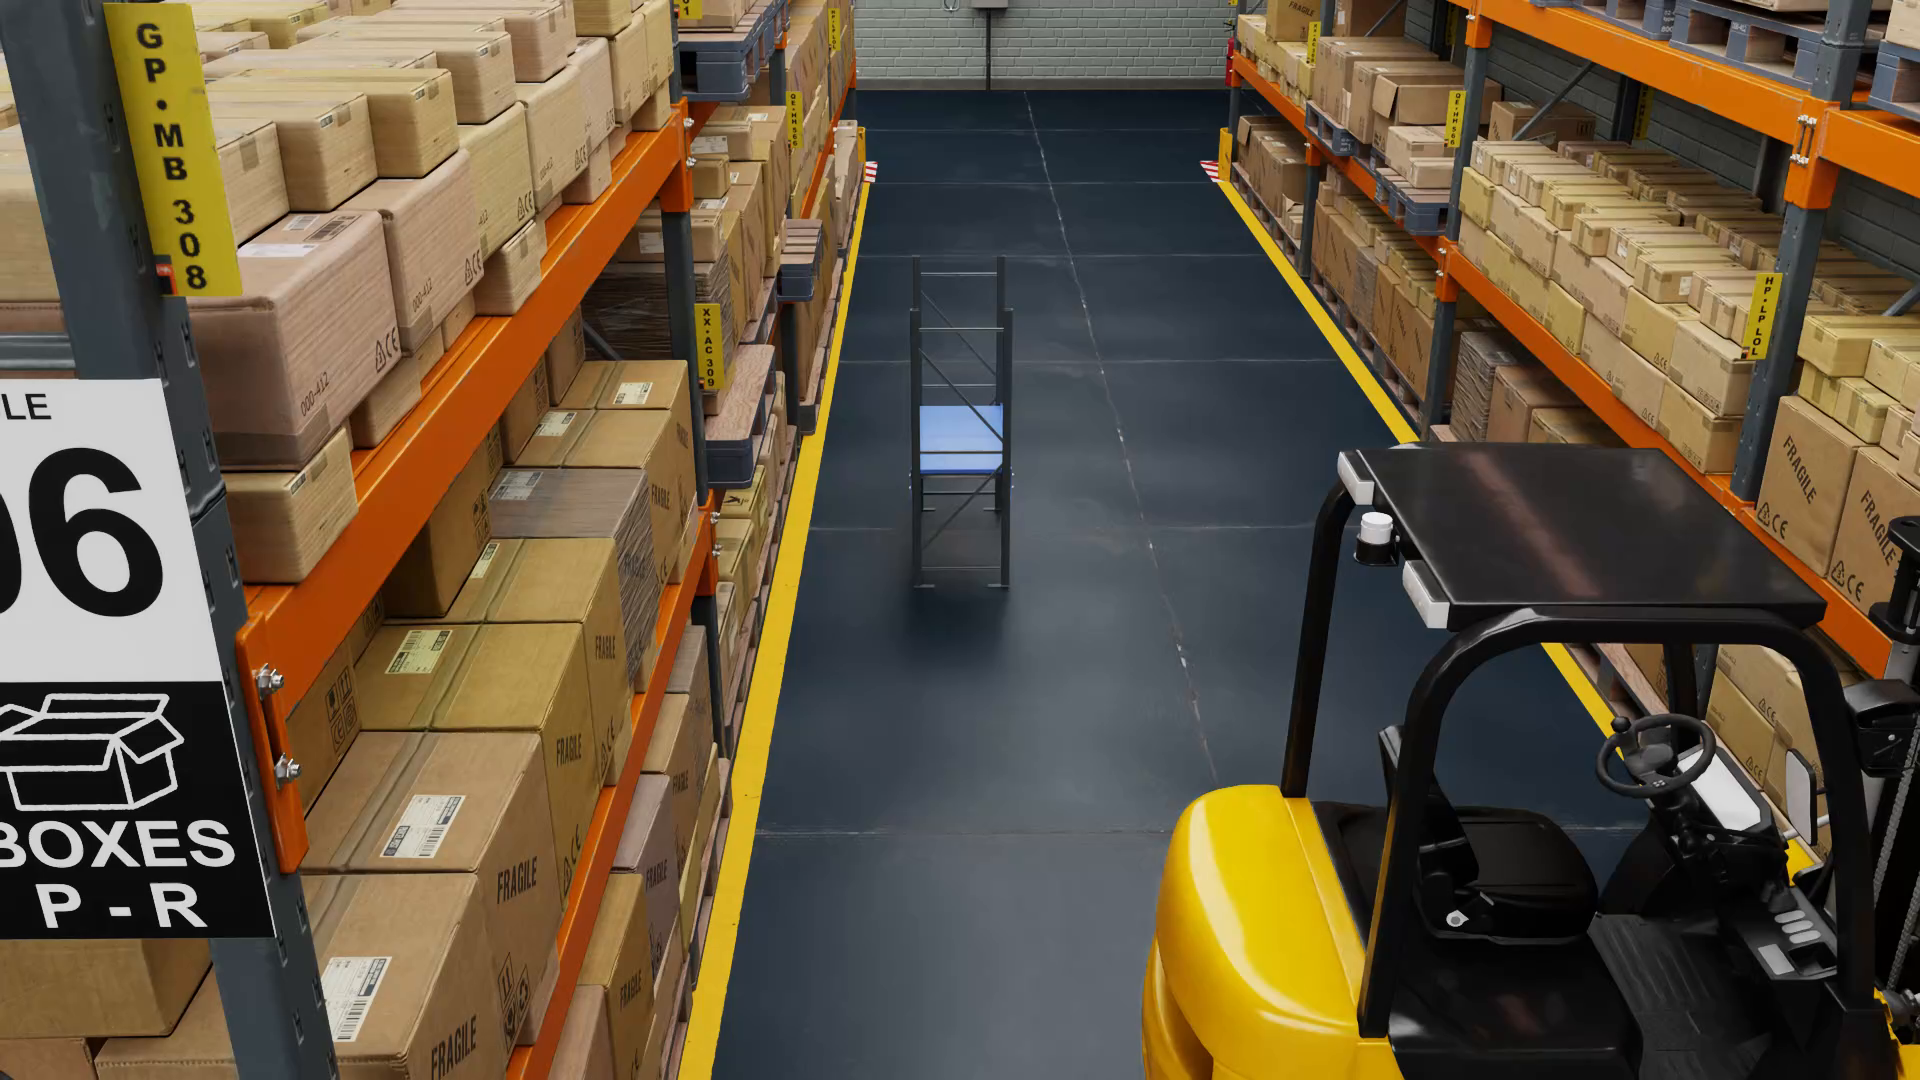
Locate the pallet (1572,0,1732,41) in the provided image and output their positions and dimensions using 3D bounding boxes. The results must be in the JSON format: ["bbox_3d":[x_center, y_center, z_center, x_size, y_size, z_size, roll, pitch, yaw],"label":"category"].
[{"bbox_3d":[3.562,-2.525,7.783,1.003,0.211,1.213,1,24,2],"label":"pallet"}]

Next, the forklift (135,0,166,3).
[{"bbox_3d":[-3.778,-0.925,7.738,3.031,2.935,1.130,-19,30,-36],"label":"forklift"}]

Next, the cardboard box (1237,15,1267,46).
[{"bbox_3d":[3.099,-5.160,16.841,0.500,0.250,0.500,0,24,0],"label":"cardboard box"}]

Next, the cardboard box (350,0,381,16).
[{"bbox_3d":[-1.737,-1.371,4.338,0.380,0.149,0.250,-1,24,-2],"label":"cardboard box"}]

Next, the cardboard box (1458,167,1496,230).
[{"bbox_3d":[3.186,-1.960,9.519,0.500,0.250,0.500,0,24,-1],"label":"cardboard box"}]

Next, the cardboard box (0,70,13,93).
[{"bbox_3d":[-1.661,-0.734,2.931,0.380,0.149,0.250,0,24,0],"label":"cardboard box"}]

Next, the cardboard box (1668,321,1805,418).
[{"bbox_3d":[3.233,-0.697,6.727,0.500,0.250,0.500,-1,24,-2],"label":"cardboard box"}]

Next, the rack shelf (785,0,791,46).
[{"bbox_3d":[-1.535,-3.824,11.298,1.077,0.370,4.000,0,24,-1],"label":"rack shelf"}]

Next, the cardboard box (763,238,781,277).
[{"bbox_3d":[-1.139,-1.473,8.662,0.380,0.149,0.250,0,24,0],"label":"cardboard box"}]

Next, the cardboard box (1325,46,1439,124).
[{"bbox_3d":[3.194,-3.456,12.621,0.700,0.500,0.500,0,24,0],"label":"cardboard box"}]

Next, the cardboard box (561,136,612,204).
[{"bbox_3d":[-1.164,-1.012,4.513,0.380,0.149,0.250,0,24,1],"label":"cardboard box"}]

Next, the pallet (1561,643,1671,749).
[{"bbox_3d":[3.447,0.630,7.600,1.003,0.211,1.213,0,24,-1],"label":"pallet"}]

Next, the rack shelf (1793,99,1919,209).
[{"bbox_3d":[3.516,-0.551,4.062,1.077,0.370,4.000,0,24,-1],"label":"rack shelf"}]

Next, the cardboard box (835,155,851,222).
[{"bbox_3d":[-1.466,-3.261,15.420,0.875,0.438,0.875,-1,24,-2],"label":"cardboard box"}]

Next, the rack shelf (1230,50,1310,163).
[{"bbox_3d":[3.385,-4.129,15.613,1.077,0.370,4.000,0,24,-1],"label":"rack shelf"}]

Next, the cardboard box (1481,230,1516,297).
[{"bbox_3d":[3.211,-1.525,9.164,0.500,0.250,0.500,-1,24,-2],"label":"cardboard box"}]

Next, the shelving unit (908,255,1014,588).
[{"bbox_3d":[0.001,-0.648,8.863,0.538,1.500,1.048,0,24,-1],"label":"shelving unit"}]

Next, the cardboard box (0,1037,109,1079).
[{"bbox_3d":[-1.707,0.932,3.067,0.500,0.500,0.500,-1,24,-1],"label":"cardboard box"}]

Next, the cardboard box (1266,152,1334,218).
[{"bbox_3d":[3.257,-3.301,15.433,0.700,0.500,0.500,-1,24,-3],"label":"cardboard box"}]

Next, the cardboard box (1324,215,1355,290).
[{"bbox_3d":[3.203,-2.266,13.143,0.500,0.500,0.500,-1,24,-1],"label":"cardboard box"}]

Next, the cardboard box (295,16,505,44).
[{"bbox_3d":[-1.211,-1.055,3.639,0.380,0.149,0.250,0,24,1],"label":"cardboard box"}]

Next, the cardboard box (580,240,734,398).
[{"bbox_3d":[-1.188,-0.880,6.563,0.500,0.500,0.500,0,24,1],"label":"cardboard box"}]

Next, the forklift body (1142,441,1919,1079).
[{"bbox_3d":[1.693,0.925,4.594,2.313,2.155,1.214,0,24,-1],"label":"forklift body"}]

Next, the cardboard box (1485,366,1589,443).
[{"bbox_3d":[3.459,-0.568,9.238,0.875,0.625,0.625,1,24,1],"label":"cardboard box"}]

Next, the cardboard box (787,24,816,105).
[{"bbox_3d":[-1.281,-3.292,11.554,0.500,0.500,0.500,0,24,0],"label":"cardboard box"}]

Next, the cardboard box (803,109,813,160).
[{"bbox_3d":[-1.269,-2.749,11.263,0.500,0.250,0.500,0,24,-1],"label":"cardboard box"}]

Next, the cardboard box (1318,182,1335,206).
[{"bbox_3d":[3.145,-2.832,13.608,0.380,0.149,0.250,1,24,2],"label":"cardboard box"}]

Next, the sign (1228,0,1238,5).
[{"bbox_3d":[2.821,-5.673,17.103,0.100,0.325,0.005,0,24,-1],"label":"sign"}]

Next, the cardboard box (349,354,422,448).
[{"bbox_3d":[-1.166,-0.272,2.876,0.380,0.149,0.250,0,24,1],"label":"cardboard box"}]

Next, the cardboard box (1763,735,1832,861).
[{"bbox_3d":[3.198,0.905,5.829,0.500,0.250,0.500,0,24,-1],"label":"cardboard box"}]

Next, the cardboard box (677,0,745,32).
[{"bbox_3d":[-1.075,-2.045,6.164,0.500,0.250,0.500,-1,24,-2],"label":"cardboard box"}]

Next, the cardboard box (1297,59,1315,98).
[{"bbox_3d":[3.157,-3.909,14.074,0.500,0.250,0.500,0,24,1],"label":"cardboard box"}]

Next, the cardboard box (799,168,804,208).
[{"bbox_3d":[-1.290,-2.307,10.893,0.500,0.250,0.500,-1,24,-2],"label":"cardboard box"}]

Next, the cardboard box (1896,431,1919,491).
[{"bbox_3d":[3.198,-0.229,5.208,0.380,0.149,0.250,0,24,1],"label":"cardboard box"}]

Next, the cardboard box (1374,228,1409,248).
[{"bbox_3d":[3.254,-2.183,12.174,0.380,0.149,0.250,0,24,0],"label":"cardboard box"}]

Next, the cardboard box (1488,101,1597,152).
[{"bbox_3d":[3.601,-2.435,10.362,0.500,0.500,0.500,1,24,2],"label":"cardboard box"}]

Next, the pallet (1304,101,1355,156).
[{"bbox_3d":[3.306,-3.216,12.953,1.003,0.211,1.213,0,24,-1],"label":"pallet"}]

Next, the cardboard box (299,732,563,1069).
[{"bbox_3d":[-1.162,0.745,3.481,0.500,0.500,0.500,0,24,1],"label":"cardboard box"}]

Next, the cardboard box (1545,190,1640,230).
[{"bbox_3d":[3.184,-1.661,8.375,0.380,0.149,0.250,0,24,1],"label":"cardboard box"}]

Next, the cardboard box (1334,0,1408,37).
[{"bbox_3d":[3.657,-4.657,14.817,0.500,0.500,0.500,-1,24,-2],"label":"cardboard box"}]

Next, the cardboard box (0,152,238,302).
[{"bbox_3d":[-1.226,-0.427,2.252,0.380,0.149,0.250,0,24,-1],"label":"cardboard box"}]

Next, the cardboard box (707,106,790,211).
[{"bbox_3d":[-1.230,-2.147,9.366,0.500,0.500,0.500,-1,24,-2],"label":"cardboard box"}]

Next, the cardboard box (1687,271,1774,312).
[{"bbox_3d":[3.297,-1.025,6.967,0.380,0.149,0.250,0,24,-1],"label":"cardboard box"}]

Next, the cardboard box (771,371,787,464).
[{"bbox_3d":[-1.517,-0.722,9.886,0.950,0.372,0.625,-2,24,-4],"label":"cardboard box"}]

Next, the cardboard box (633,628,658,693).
[{"bbox_3d":[-1.147,0.351,5.138,0.380,0.149,0.250,-1,24,-1],"label":"cardboard box"}]

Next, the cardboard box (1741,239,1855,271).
[{"bbox_3d":[3.752,-1.245,7.454,0.380,0.149,0.250,0,24,-1],"label":"cardboard box"}]

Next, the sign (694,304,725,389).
[{"bbox_3d":[-0.927,-0.713,6.135,0.100,0.325,0.005,0,24,-1],"label":"sign"}]

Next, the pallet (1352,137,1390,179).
[{"bbox_3d":[3.425,-2.699,11.810,1.003,0.211,1.213,0,24,-1],"label":"pallet"}]

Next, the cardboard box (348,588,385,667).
[{"bbox_3d":[-1.756,0.071,3.757,0.700,0.500,0.500,-1,24,-1],"label":"cardboard box"}]

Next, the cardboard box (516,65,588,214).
[{"bbox_3d":[-1.177,-0.938,3.866,0.500,0.250,0.500,0,24,1],"label":"cardboard box"}]

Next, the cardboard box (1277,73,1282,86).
[{"bbox_3d":[3.152,-4.285,15.389,0.380,0.149,0.250,0,24,-1],"label":"cardboard box"}]

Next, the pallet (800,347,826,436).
[{"bbox_3d":[-1.446,-1.016,11.239,1.003,0.211,1.213,0,24,-1],"label":"pallet"}]

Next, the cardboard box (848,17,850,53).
[{"bbox_3d":[-1.340,-4.899,16.320,0.500,0.500,0.500,-1,24,-2],"label":"cardboard box"}]

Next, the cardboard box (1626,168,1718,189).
[{"bbox_3d":[3.785,-1.878,8.853,0.380,0.149,0.250,-1,24,-2],"label":"cardboard box"}]

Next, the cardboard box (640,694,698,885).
[{"bbox_3d":[-1.187,0.859,5.627,0.500,0.500,0.500,0,24,0],"label":"cardboard box"}]

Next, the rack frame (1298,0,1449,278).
[{"bbox_3d":[3.407,-3.633,13.643,1.000,3.000,0.127,0,24,-1],"label":"rack frame"}]

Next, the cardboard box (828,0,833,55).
[{"bbox_3d":[-1.320,-4.308,13.800,0.500,0.500,0.500,0,24,0],"label":"cardboard box"}]

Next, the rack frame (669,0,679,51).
[{"bbox_3d":[-1.469,-3.046,5.065,1.000,3.000,0.127,0,24,-1],"label":"rack frame"}]

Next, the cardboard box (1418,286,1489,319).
[{"bbox_3d":[3.192,-1.535,10.741,0.380,0.149,0.250,-1,24,-3],"label":"cardboard box"}]
